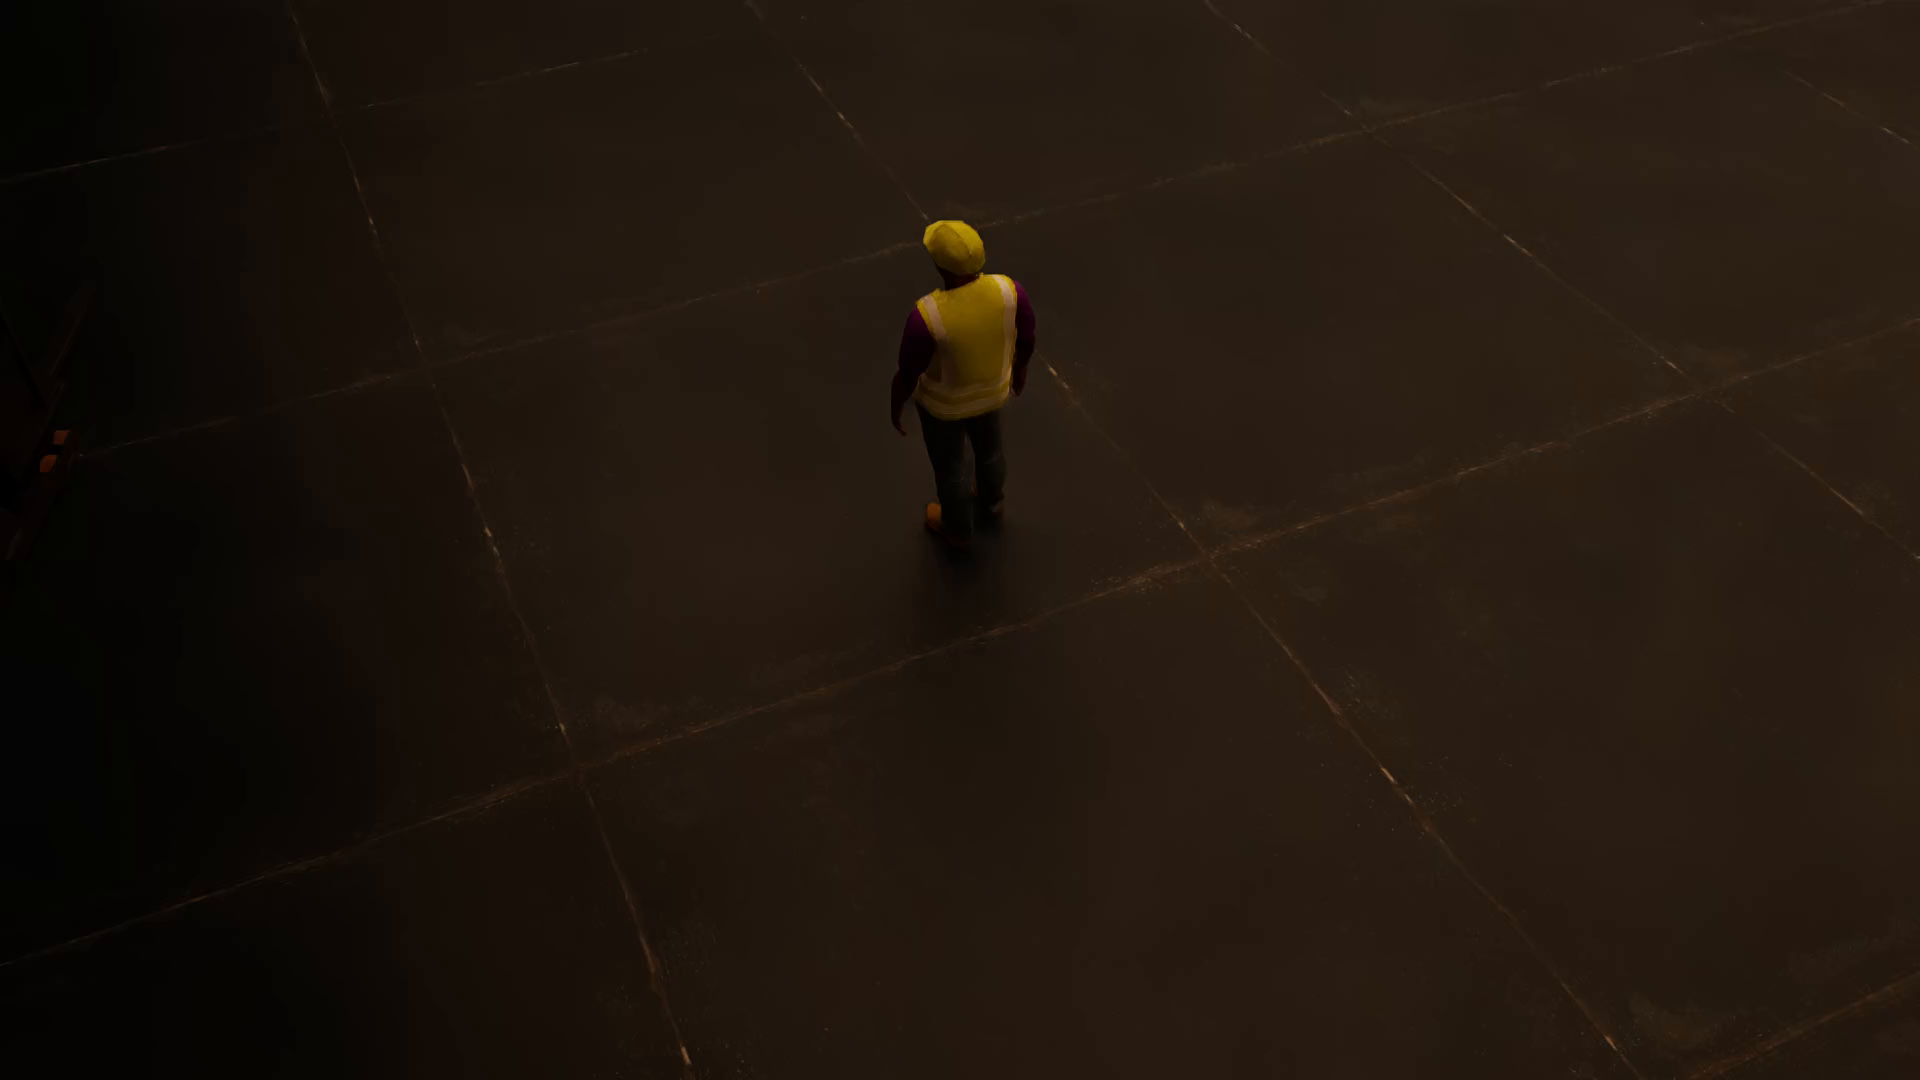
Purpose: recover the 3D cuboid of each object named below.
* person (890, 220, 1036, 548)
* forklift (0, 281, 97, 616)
[{"bbox_3d":[-0.024,-0.695,7.269,0.665,1.766,0.576,-18,46,-18],"label":"person"},{"bbox_3d":[-4.885,-1.261,7.032,1.130,2.935,3.031,-3,43,-4],"label":"forklift"}]
